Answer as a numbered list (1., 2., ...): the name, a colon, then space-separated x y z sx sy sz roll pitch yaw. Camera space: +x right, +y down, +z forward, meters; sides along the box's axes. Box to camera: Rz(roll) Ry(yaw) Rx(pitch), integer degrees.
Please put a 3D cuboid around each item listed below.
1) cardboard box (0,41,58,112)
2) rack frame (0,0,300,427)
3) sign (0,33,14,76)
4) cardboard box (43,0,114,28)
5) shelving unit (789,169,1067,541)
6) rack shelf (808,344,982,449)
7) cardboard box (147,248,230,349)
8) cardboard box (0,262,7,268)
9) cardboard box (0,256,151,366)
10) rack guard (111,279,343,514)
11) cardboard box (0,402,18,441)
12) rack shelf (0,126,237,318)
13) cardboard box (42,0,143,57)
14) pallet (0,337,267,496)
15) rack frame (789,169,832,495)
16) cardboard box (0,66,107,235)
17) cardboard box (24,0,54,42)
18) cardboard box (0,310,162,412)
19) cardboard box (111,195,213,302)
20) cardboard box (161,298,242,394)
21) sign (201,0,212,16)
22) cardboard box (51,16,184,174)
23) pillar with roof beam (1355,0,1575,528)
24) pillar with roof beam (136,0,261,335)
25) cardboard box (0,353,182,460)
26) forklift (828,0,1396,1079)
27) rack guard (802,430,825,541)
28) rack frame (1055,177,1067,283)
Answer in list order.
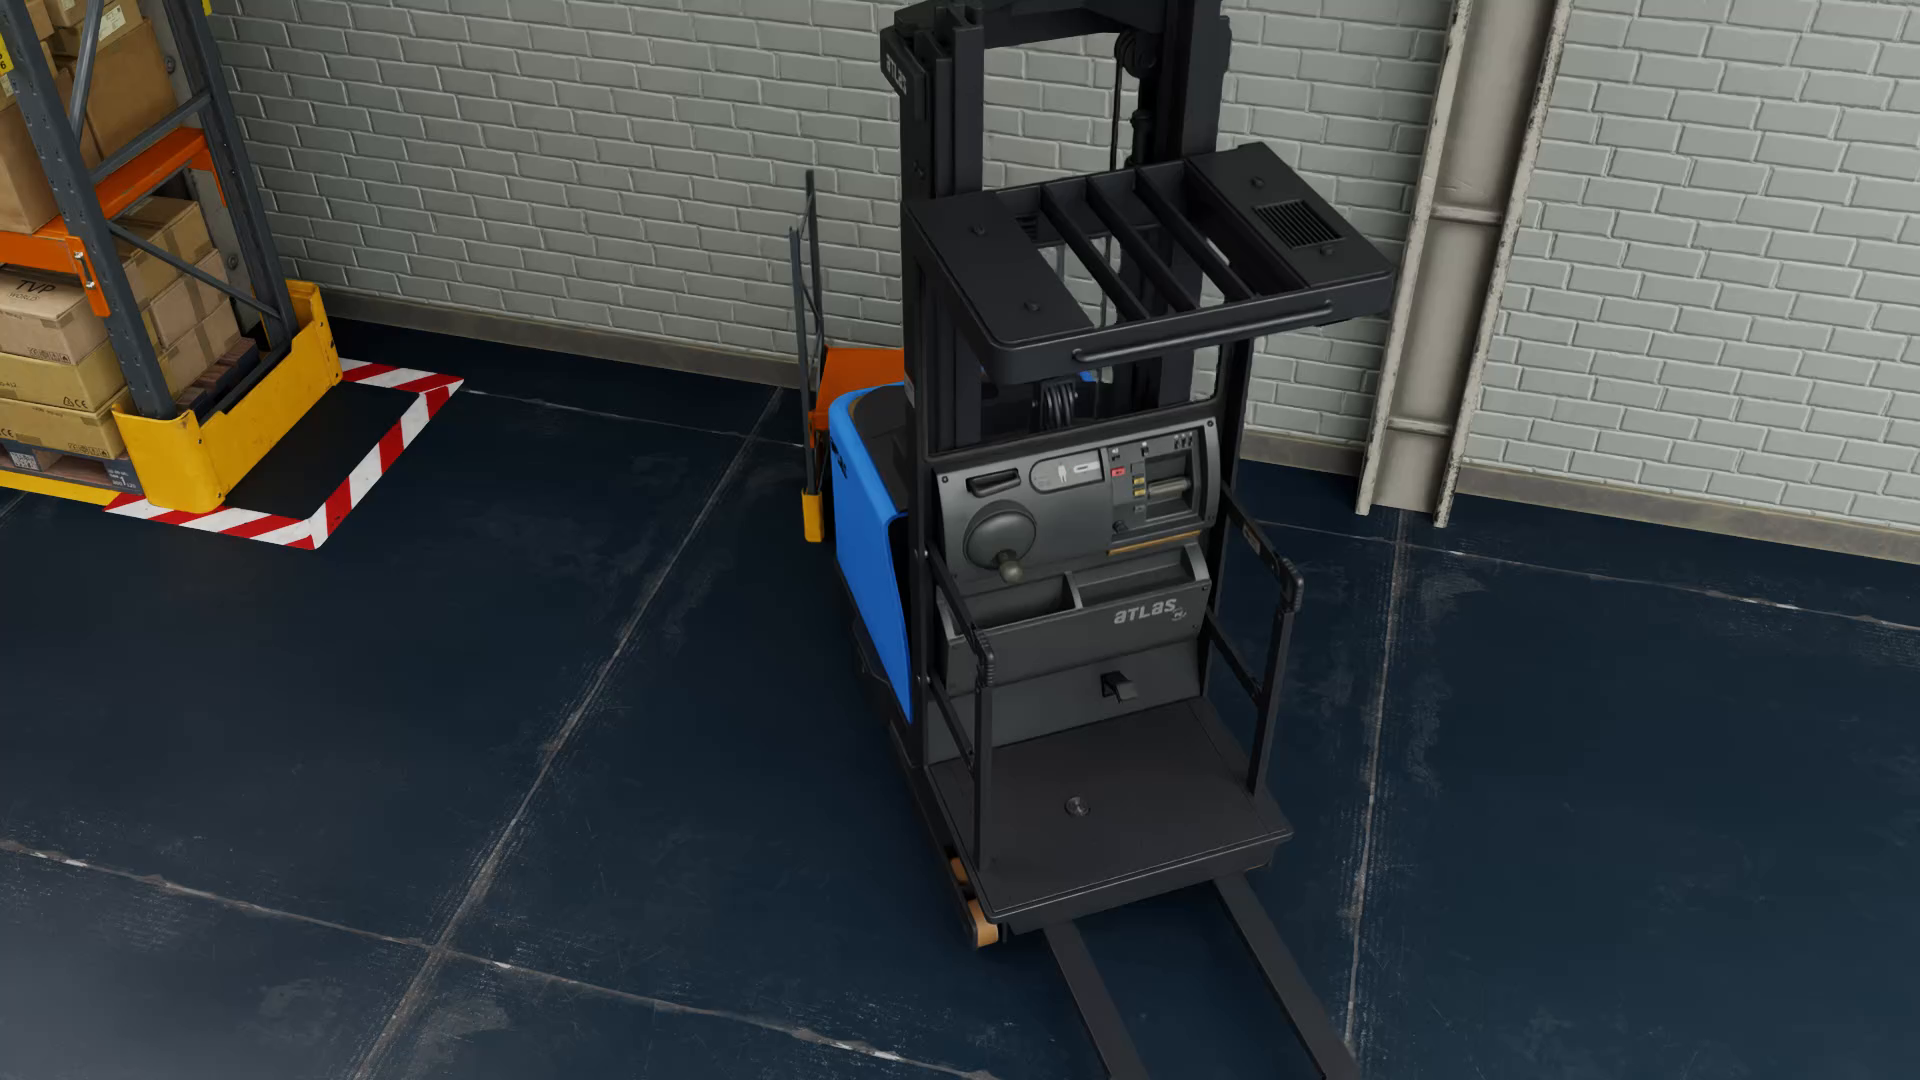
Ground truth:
1. cardboard box: -3.778 -1.821 6.504 0.250 0.149 0.380 10 41 12
2. rack frame: -3.371 -1.651 6.884 0.127 3.000 1.000 10 41 11
3. sign: -3.525 -1.850 6.036 0.005 0.325 0.100 10 41 11
4. cardboard box: -3.640 -2.240 6.772 0.250 0.149 0.380 9 41 11
5. shelving unit: -0.120 -0.737 6.961 1.083 1.500 0.587 2 40 3
6. rack shelf: -0.111 -0.599 7.076 1.000 0.185 0.538 2 40 3
7. cardboard box: -3.771 -1.158 7.719 0.500 0.250 0.500 10 41 12
8. cardboard box: -4.391 -1.106 7.268 0.500 0.250 0.500 10 41 12
9. cardboard box: -3.896 -1.025 7.172 0.500 0.250 0.500 11 41 13
10. rack guard: -3.348 -0.690 7.683 0.348 0.500 1.175 10 41 11
11. cardboard box: -4.384 -0.729 7.598 0.500 0.250 0.500 10 41 11
12. rack shelf: -5.303 -1.708 7.511 4.000 0.370 1.077 10 41 11
13. cardboard box: -3.632 -2.155 6.902 0.250 0.149 0.380 9 41 10
14. pallet: -4.121 -0.685 7.901 1.213 0.211 1.003 10 41 11
15. rack frame: -0.619 -0.757 6.985 0.032 1.500 0.500 2 40 3
16. cardboard box: -3.914 -1.608 6.755 0.500 0.500 0.500 9 41 10
17. cardboard box: -3.771 -1.980 6.462 0.250 0.149 0.380 10 41 12
18. cardboard box: -3.922 -0.837 7.337 0.500 0.250 0.500 9 41 11
19. cardboard box: -3.786 -1.339 7.546 0.500 0.250 0.500 9 41 11
20. cardboard box: -3.795 -0.962 7.875 0.500 0.250 0.500 10 41 12
21. sign: -3.222 -2.357 6.989 0.005 0.325 0.100 10 41 11
22. cardboard box: -3.778 -1.944 7.155 0.500 0.500 0.500 11 41 13
23. pillar with roof beam: 0.873 -0.952 1.387 0.400 9.000 9.100 10 41 11
24. pillar with roof beam: -4.923 -1.950 2.574 0.400 9.000 9.100 10 41 11
25. cardboard box: -3.907 -0.641 7.492 0.500 0.250 0.500 10 41 12
26. forklift: 0.450 -0.051 5.032 1.130 2.935 3.031 -12 42 -14
27. rack guard: -0.617 -0.278 7.387 0.087 0.250 0.587 2 40 3
28. rack frame: 0.396 -0.716 6.936 0.032 1.500 0.500 2 40 3
